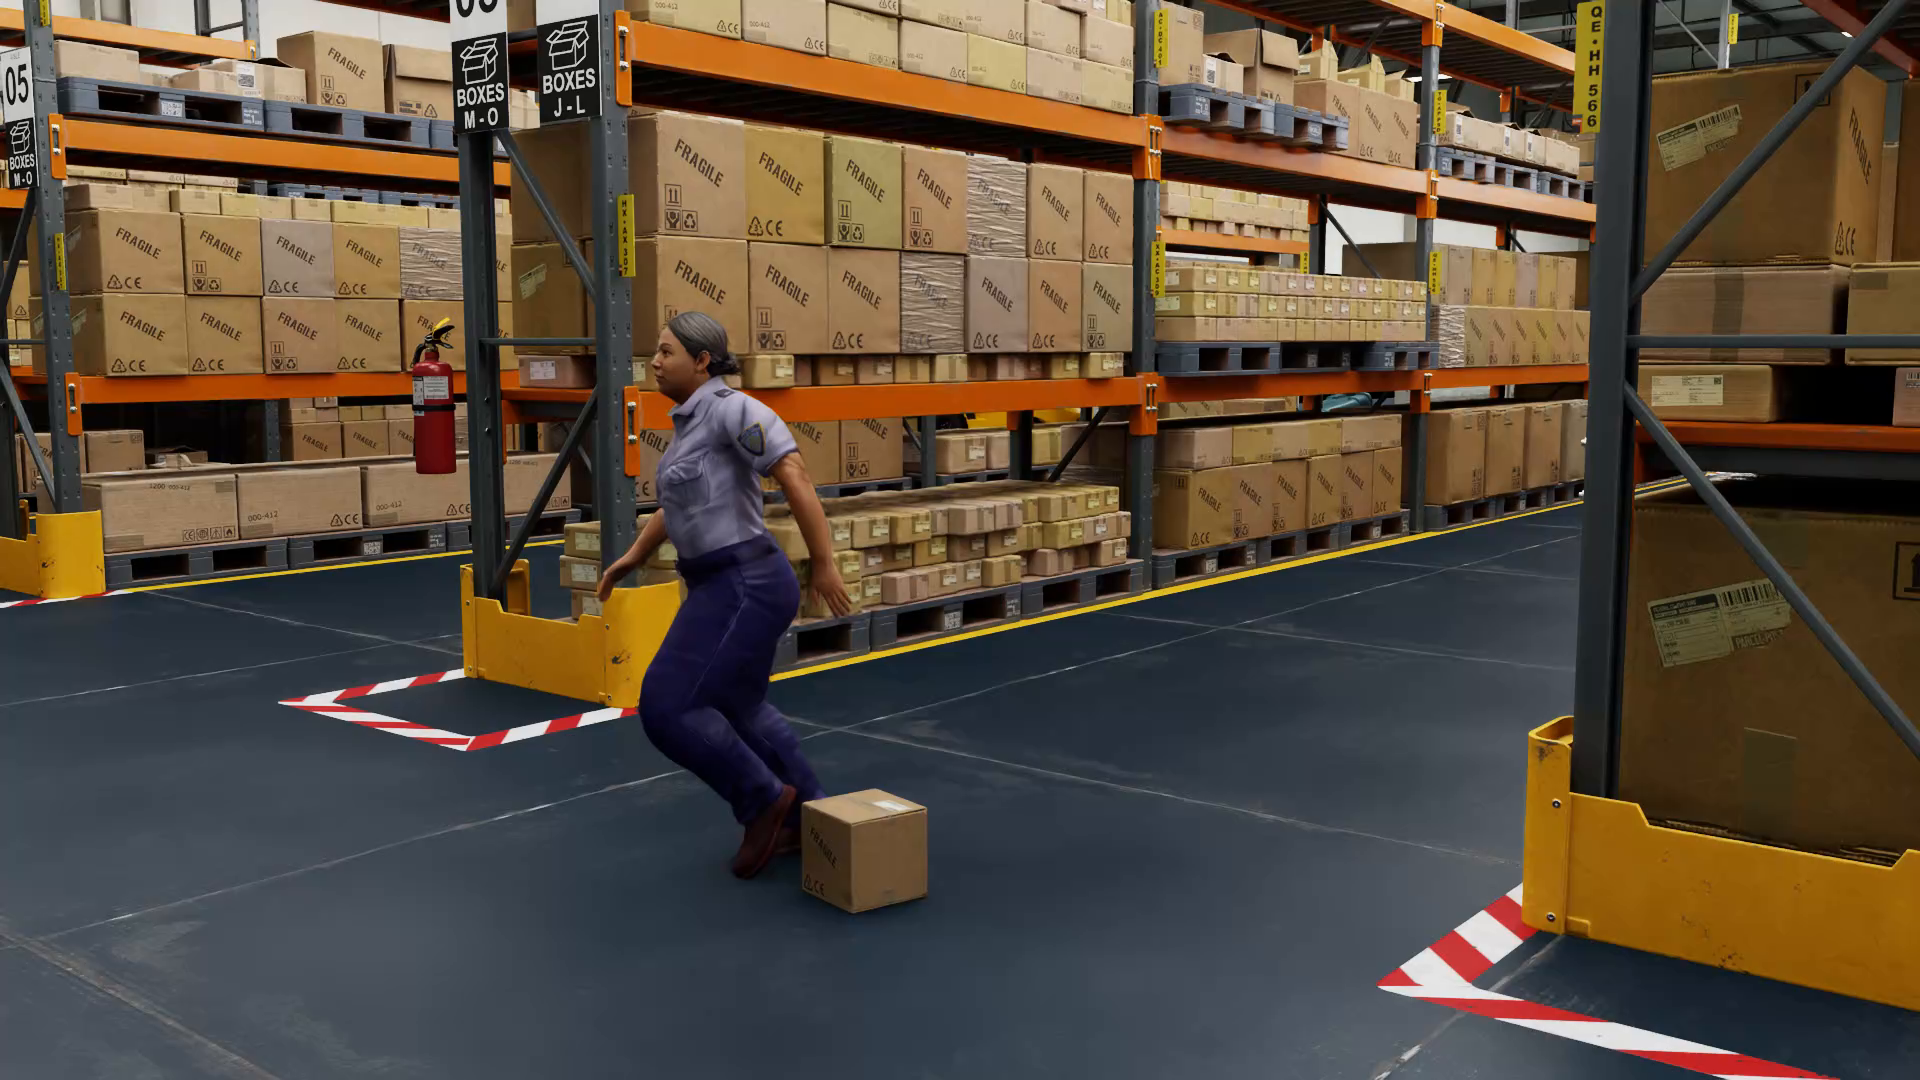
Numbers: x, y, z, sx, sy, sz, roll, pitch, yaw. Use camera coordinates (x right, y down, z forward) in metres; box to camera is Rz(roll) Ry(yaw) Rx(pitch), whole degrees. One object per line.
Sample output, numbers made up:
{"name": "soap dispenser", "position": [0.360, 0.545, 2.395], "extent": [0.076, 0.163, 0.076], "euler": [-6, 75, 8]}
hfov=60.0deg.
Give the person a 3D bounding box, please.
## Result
{"name": "person", "position": [-0.687, 0.162, 4.733], "extent": [0.722, 1.630, 0.643], "euler": [-2, 7, -18]}
